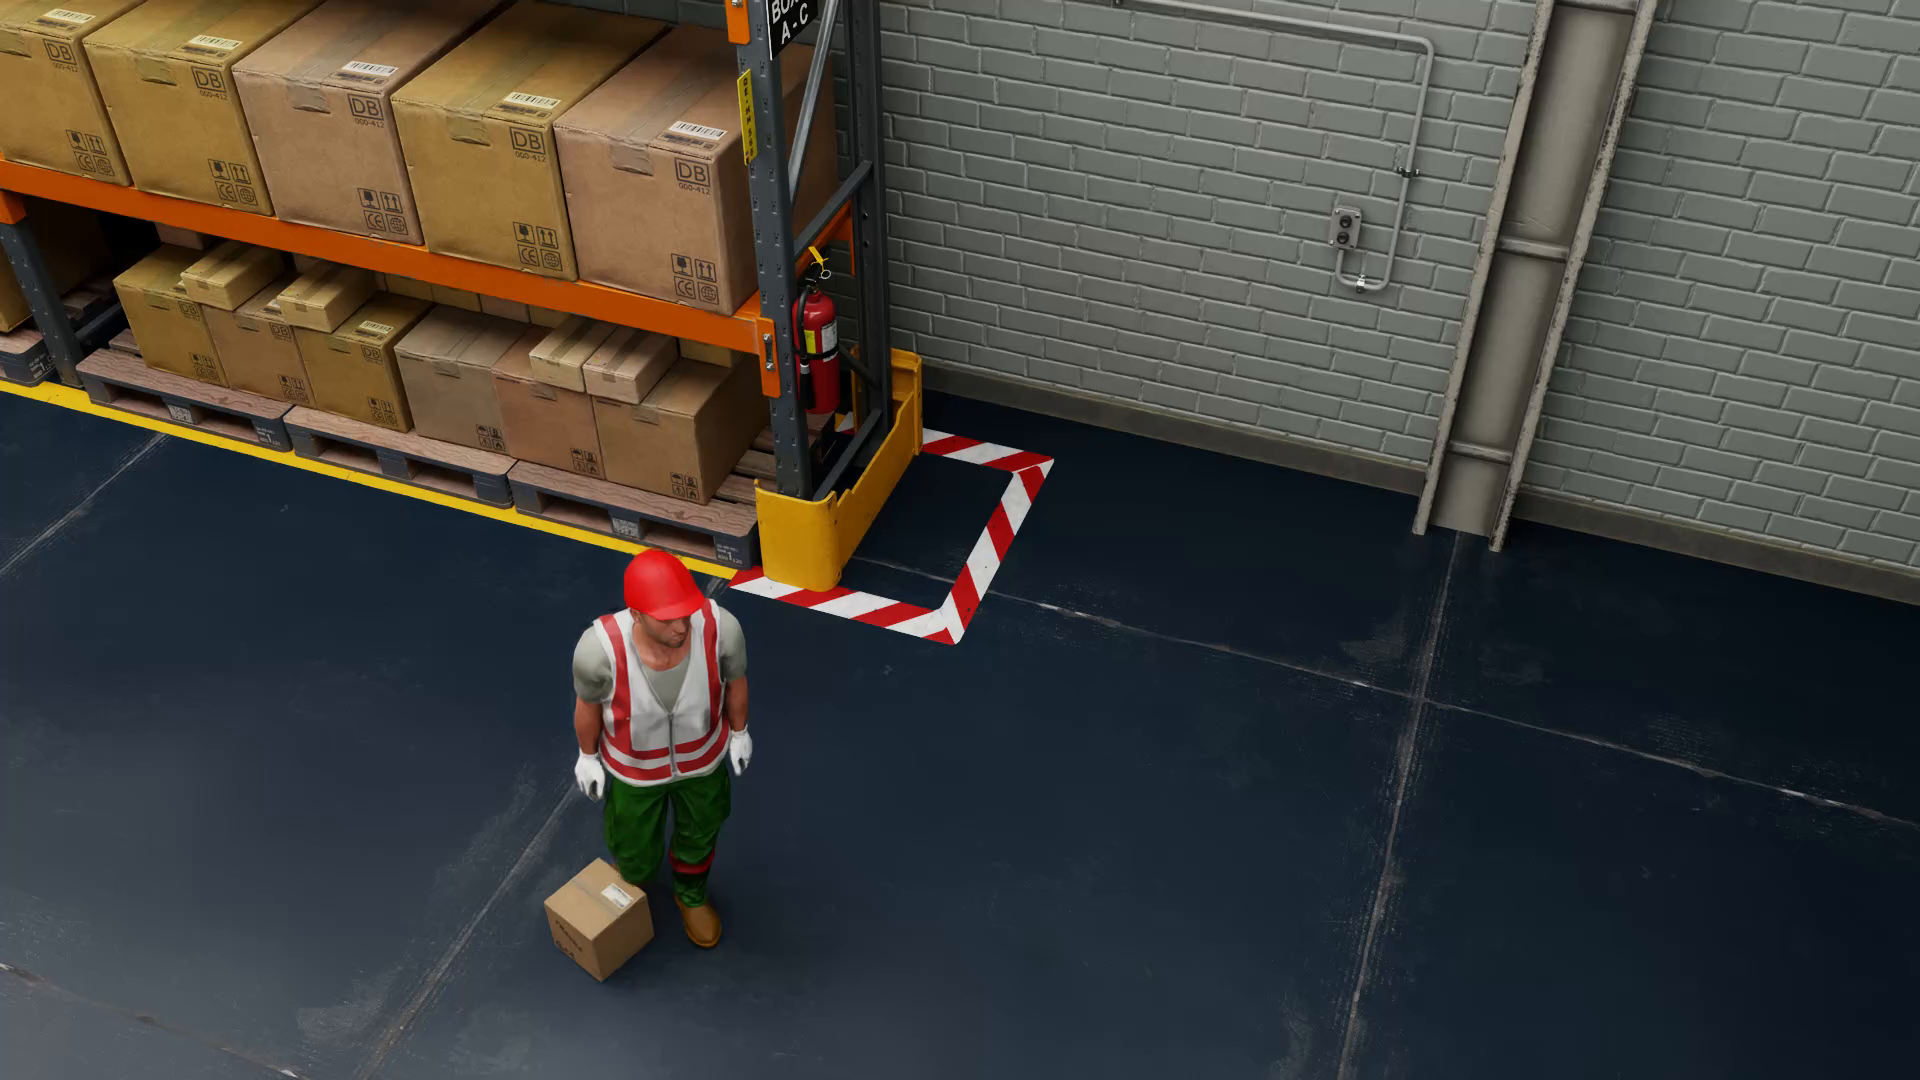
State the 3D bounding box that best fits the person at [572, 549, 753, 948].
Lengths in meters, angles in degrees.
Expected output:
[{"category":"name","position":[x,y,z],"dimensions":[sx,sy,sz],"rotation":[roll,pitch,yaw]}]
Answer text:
[{"category":"person","position":[-0.955,0.663,5.373],"dimensions":[0.587,1.781,0.556],"rotation":[-14,43,-16]}]
